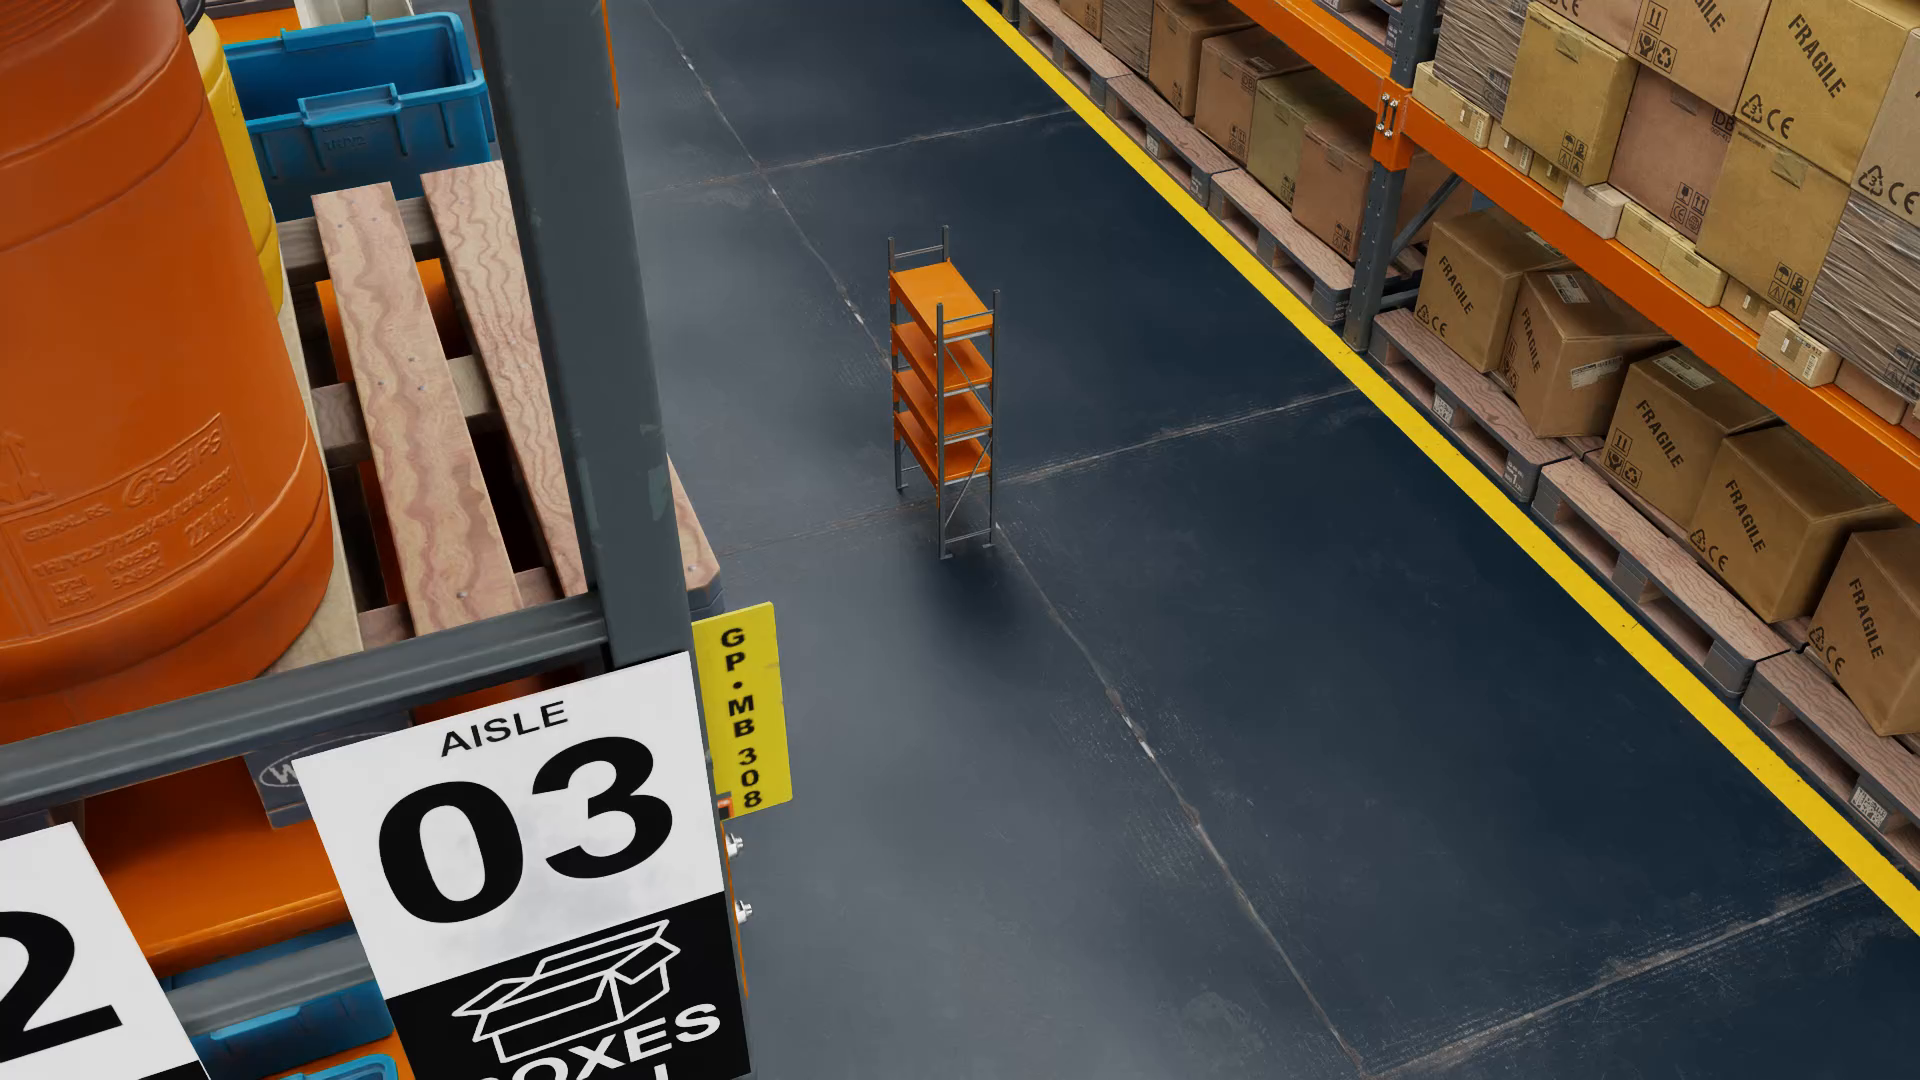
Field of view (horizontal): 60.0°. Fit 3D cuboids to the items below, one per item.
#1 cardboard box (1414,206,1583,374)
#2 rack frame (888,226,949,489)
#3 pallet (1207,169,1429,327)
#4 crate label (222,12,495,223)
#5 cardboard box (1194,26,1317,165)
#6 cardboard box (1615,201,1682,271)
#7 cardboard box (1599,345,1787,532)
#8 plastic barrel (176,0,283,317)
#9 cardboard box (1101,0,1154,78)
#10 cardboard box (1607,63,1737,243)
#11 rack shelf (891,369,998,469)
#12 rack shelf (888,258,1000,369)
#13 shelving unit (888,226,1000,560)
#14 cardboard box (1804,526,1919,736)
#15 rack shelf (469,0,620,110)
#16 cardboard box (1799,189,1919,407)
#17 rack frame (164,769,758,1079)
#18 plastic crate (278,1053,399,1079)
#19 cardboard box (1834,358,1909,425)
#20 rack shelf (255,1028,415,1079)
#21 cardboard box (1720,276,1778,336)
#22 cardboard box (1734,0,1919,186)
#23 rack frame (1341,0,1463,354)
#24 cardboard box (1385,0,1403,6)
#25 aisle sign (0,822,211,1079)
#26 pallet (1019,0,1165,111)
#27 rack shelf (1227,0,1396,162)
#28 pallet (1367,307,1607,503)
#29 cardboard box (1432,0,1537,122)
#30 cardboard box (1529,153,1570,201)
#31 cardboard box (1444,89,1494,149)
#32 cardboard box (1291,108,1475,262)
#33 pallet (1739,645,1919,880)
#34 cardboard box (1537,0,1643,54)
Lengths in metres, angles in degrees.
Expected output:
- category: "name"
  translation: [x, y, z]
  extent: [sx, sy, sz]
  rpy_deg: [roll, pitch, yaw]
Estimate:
- category: "cardboard box"
  translation: [2.401, -1.127, 7.355]
  extent: [0.500, 0.500, 0.500]
  rpy_deg: [-16, 43, -18]
- category: "rack frame"
  translation: [-0.157, -0.702, 6.646]
  extent: [0.240, 1.200, 0.015]
  rpy_deg: [-15, 43, -17]
- category: "pallet"
  translation: [1.986, -1.578, 8.423]
  extent: [1.003, 0.211, 1.213]
  rpy_deg: [-15, 43, -17]
- category: "crate label"
  translation: [-1.171, -0.812, 3.207]
  extent: [0.502, 0.251, 0.408]
  rpy_deg: [-15, 43, -17]
- category: "cardboard box"
  translation: [1.690, -2.389, 8.808]
  extent: [0.700, 0.500, 0.500]
  rpy_deg: [-19, 44, -20]
- category: "cardboard box"
  translation: [2.590, -1.120, 5.944]
  extent: [0.380, 0.149, 0.250]
  rpy_deg: [-15, 43, -17]
- category: "cardboard box"
  translation: [2.937, -0.429, 6.544]
  extent: [0.500, 0.500, 0.500]
  rpy_deg: [-19, 44, -21]
- category: "plastic barrel"
  translation: [-1.314, -0.544, 2.315]
  extent: [0.600, 0.588, 0.600]
  rpy_deg: [0, 41, 0]
- category: "cardboard box"
  translation: [1.253, -3.065, 9.594]
  extent: [0.700, 0.500, 0.500]
  rpy_deg: [-19, 44, -20]
- category: "cardboard box"
  translation: [2.843, -1.444, 5.824]
  extent: [0.875, 0.500, 0.500]
  rpy_deg: [-15, 43, -17]
- category: "rack shelf"
  translation: [-0.063, -0.504, 6.519]
  extent: [0.258, 0.148, 0.480]
  rpy_deg: [-15, 43, -17]
- category: "rack shelf"
  translation: [-0.063, -0.853, 6.219]
  extent: [0.258, 0.148, 0.480]
  rpy_deg: [-15, 43, -17]
- category: "shelving unit"
  translation: [-0.063, -0.555, 6.475]
  extent: [0.258, 1.200, 0.503]
  rpy_deg: [-15, 43, -17]
- category: "cardboard box"
  translation: [3.332, 0.300, 5.696]
  extent: [0.500, 0.500, 0.500]
  rpy_deg: [-5, 41, -6]
- category: "rack shelf"
  translation: [-1.526, -1.576, 2.540]
  extent: [1.077, 0.370, 4.000]
  rpy_deg: [-15, 43, -17]
- category: "cardboard box"
  translation: [3.177, -0.829, 5.108]
  extent: [0.875, 0.500, 0.500]
  rpy_deg: [-15, 43, -17]
- category: "rack frame"
  translation: [-0.761, 1.479, 2.730]
  extent: [1.000, 3.000, 0.127]
  rpy_deg: [-15, 43, -17]
- category: "plastic crate"
  translation: [-1.228, 1.308, 3.042]
  extent: [0.499, 0.251, 0.616]
  rpy_deg: [-15, 43, -17]
- category: "cardboard box"
  translation: [3.022, -0.531, 5.259]
  extent: [0.380, 0.149, 0.250]
  rpy_deg: [-15, 43, -17]
- category: "rack shelf"
  translation: [-1.526, 0.547, 4.365]
  extent: [1.077, 0.370, 4.000]
  rpy_deg: [-15, 43, -17]
- category: "cardboard box"
  translation: [2.813, -0.827, 5.604]
  extent: [0.380, 0.149, 0.250]
  rpy_deg: [-15, 43, -17]
- category: "cardboard box"
  translation: [2.807, -1.461, 5.077]
  extent: [0.500, 0.500, 0.500]
  rpy_deg: [-15, 43, -17]
- category: "rack frame"
  translation: [2.285, -2.166, 6.969]
  extent: [1.000, 3.000, 0.127]
  rpy_deg: [-15, 43, -17]
- category: "cardboard box"
  translation: [2.110, -3.066, 7.233]
  extent: [1.000, 1.000, 1.000]
  rpy_deg: [-15, 43, -17]
- category: "aisle sign"
  translation: [-1.007, 0.611, 1.745]
  extent: [0.394, 0.787, 0.004]
  rpy_deg: [-15, 43, -17]
- category: "pallet"
  translation: [1.052, -3.047, 10.132]
  extent: [1.003, 0.211, 1.213]
  rpy_deg: [-15, 43, -17]
- category: "rack shelf"
  translation: [1.520, -3.098, 8.604]
  extent: [1.077, 0.370, 4.000]
  rpy_deg: [-15, 43, -17]
- category: "pallet"
  translation: [2.575, -0.713, 7.418]
  extent: [1.003, 0.211, 1.213]
  rpy_deg: [-15, 43, -17]
- category: "cardboard box"
  translation: [2.400, -2.030, 6.506]
  extent: [0.875, 0.500, 0.500]
  rpy_deg: [-15, 43, -17]
- category: "cardboard box"
  translation: [2.399, -1.421, 6.294]
  extent: [0.380, 0.149, 0.250]
  rpy_deg: [-15, 43, -17]
- category: "cardboard box"
  translation: [2.173, -1.713, 6.634]
  extent: [0.380, 0.149, 0.250]
  rpy_deg: [-15, 43, -17]
- category: "cardboard box"
  translation: [2.070, -1.761, 8.076]
  extent: [0.700, 0.500, 0.500]
  rpy_deg: [-18, 44, -20]
- category: "pallet"
  translation: [3.508, 0.757, 5.708]
  extent: [1.003, 0.211, 1.213]
  rpy_deg: [-15, 43, -17]
- category: "cardboard box"
  translation: [2.415, -2.061, 5.774]
  extent: [0.500, 0.500, 0.500]
  rpy_deg: [-15, 43, -17]
